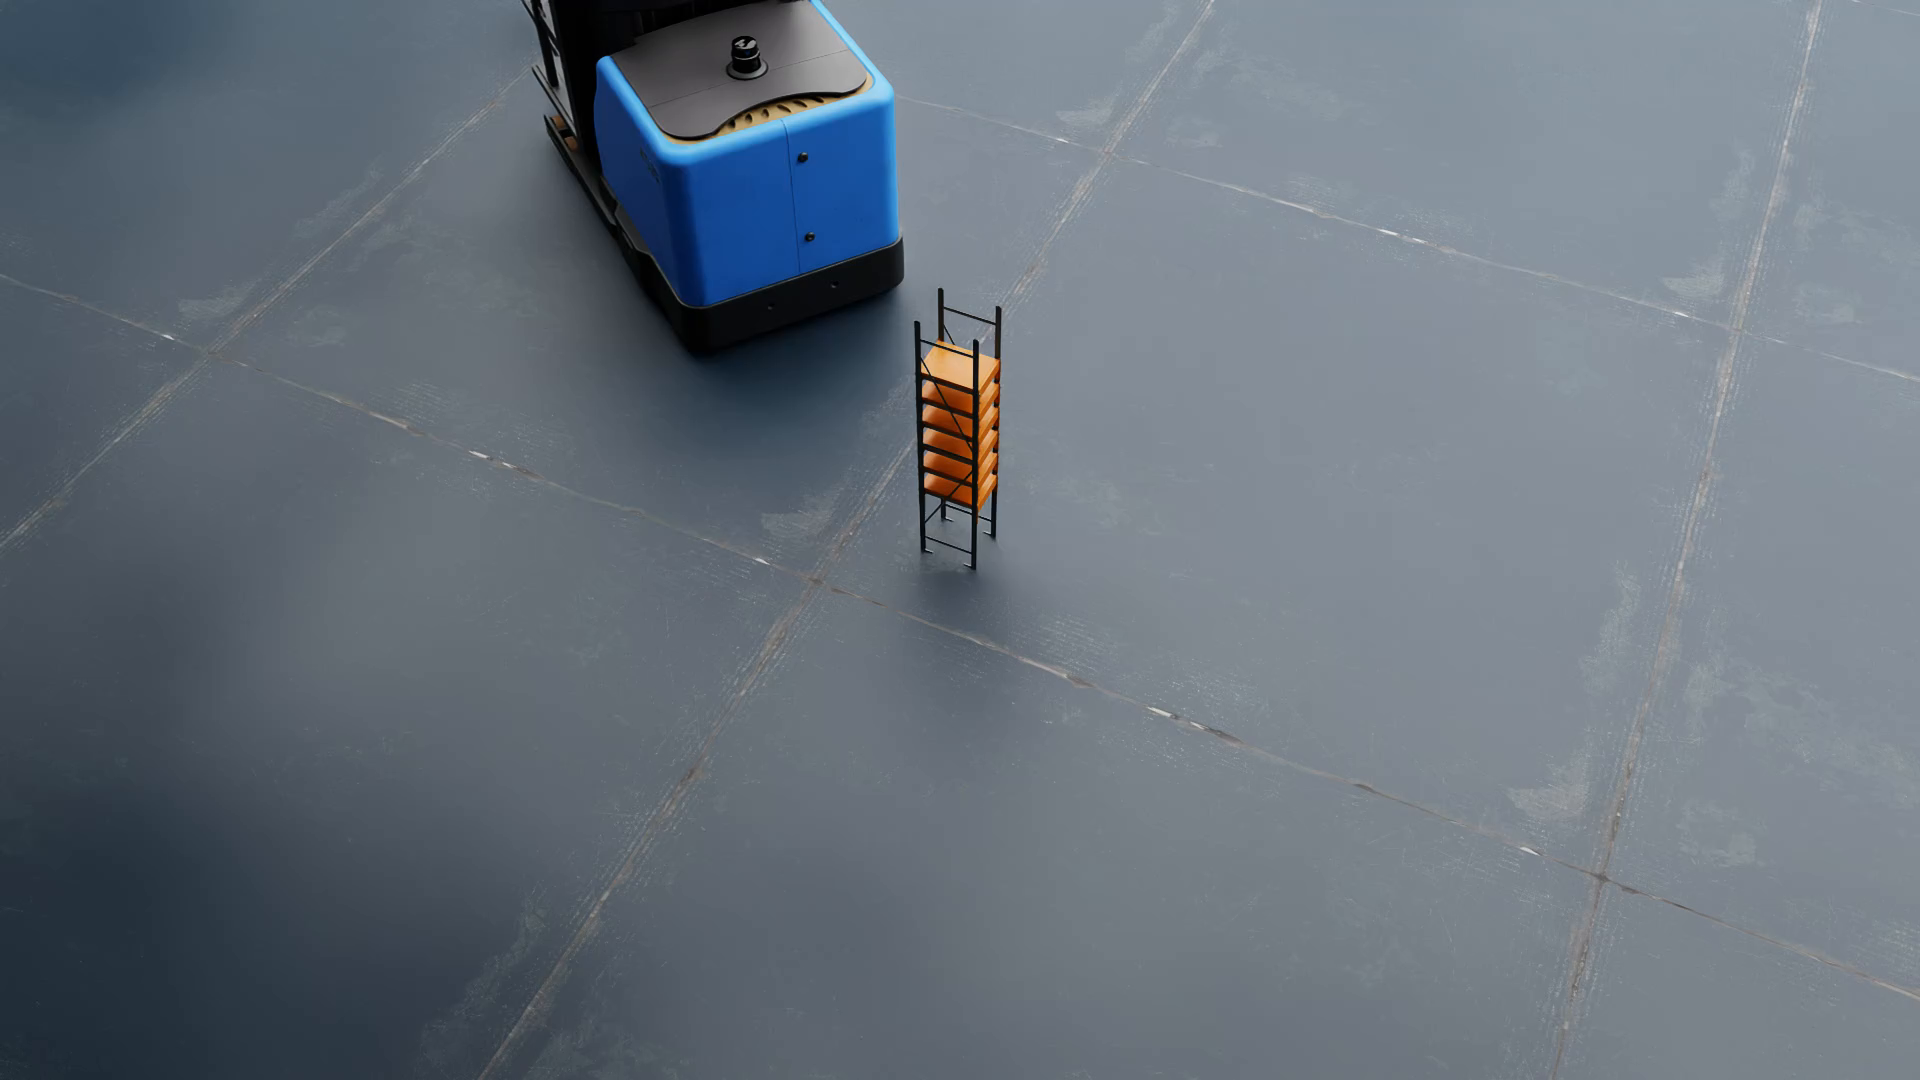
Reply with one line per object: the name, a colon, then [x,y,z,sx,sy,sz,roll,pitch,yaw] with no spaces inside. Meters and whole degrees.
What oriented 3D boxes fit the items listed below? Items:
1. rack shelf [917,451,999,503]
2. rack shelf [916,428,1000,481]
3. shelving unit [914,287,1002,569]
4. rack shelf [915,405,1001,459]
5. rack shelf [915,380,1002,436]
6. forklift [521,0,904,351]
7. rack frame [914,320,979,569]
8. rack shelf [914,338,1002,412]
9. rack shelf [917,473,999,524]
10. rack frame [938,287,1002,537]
rack shelf: [-0.006,-0.272,6.225,0.258,0.103,0.180,20,52,16]
rack shelf: [-0.006,-0.350,6.134,0.258,0.103,0.180,20,52,16]
shelving unit: [-0.006,-0.379,6.100,0.258,1.200,0.189,20,52,16]
rack shelf: [-0.006,-0.428,6.042,0.258,0.103,0.180,20,52,16]
rack shelf: [-0.006,-0.506,5.951,0.258,0.103,0.180,20,52,16]
forklift: [-1.381,-2.897,7.105,1.130,2.935,3.031,-22,53,-17]
rack frame: [-0.045,-0.316,6.046,0.240,1.200,0.006,20,52,16]
rack shelf: [-0.006,-0.583,5.859,0.258,0.103,0.180,20,52,16]
rack shelf: [-0.006,-0.195,6.316,0.258,0.103,0.180,20,52,16]
rack frame: [0.033,-0.442,6.153,0.240,1.200,0.006,20,52,16]
